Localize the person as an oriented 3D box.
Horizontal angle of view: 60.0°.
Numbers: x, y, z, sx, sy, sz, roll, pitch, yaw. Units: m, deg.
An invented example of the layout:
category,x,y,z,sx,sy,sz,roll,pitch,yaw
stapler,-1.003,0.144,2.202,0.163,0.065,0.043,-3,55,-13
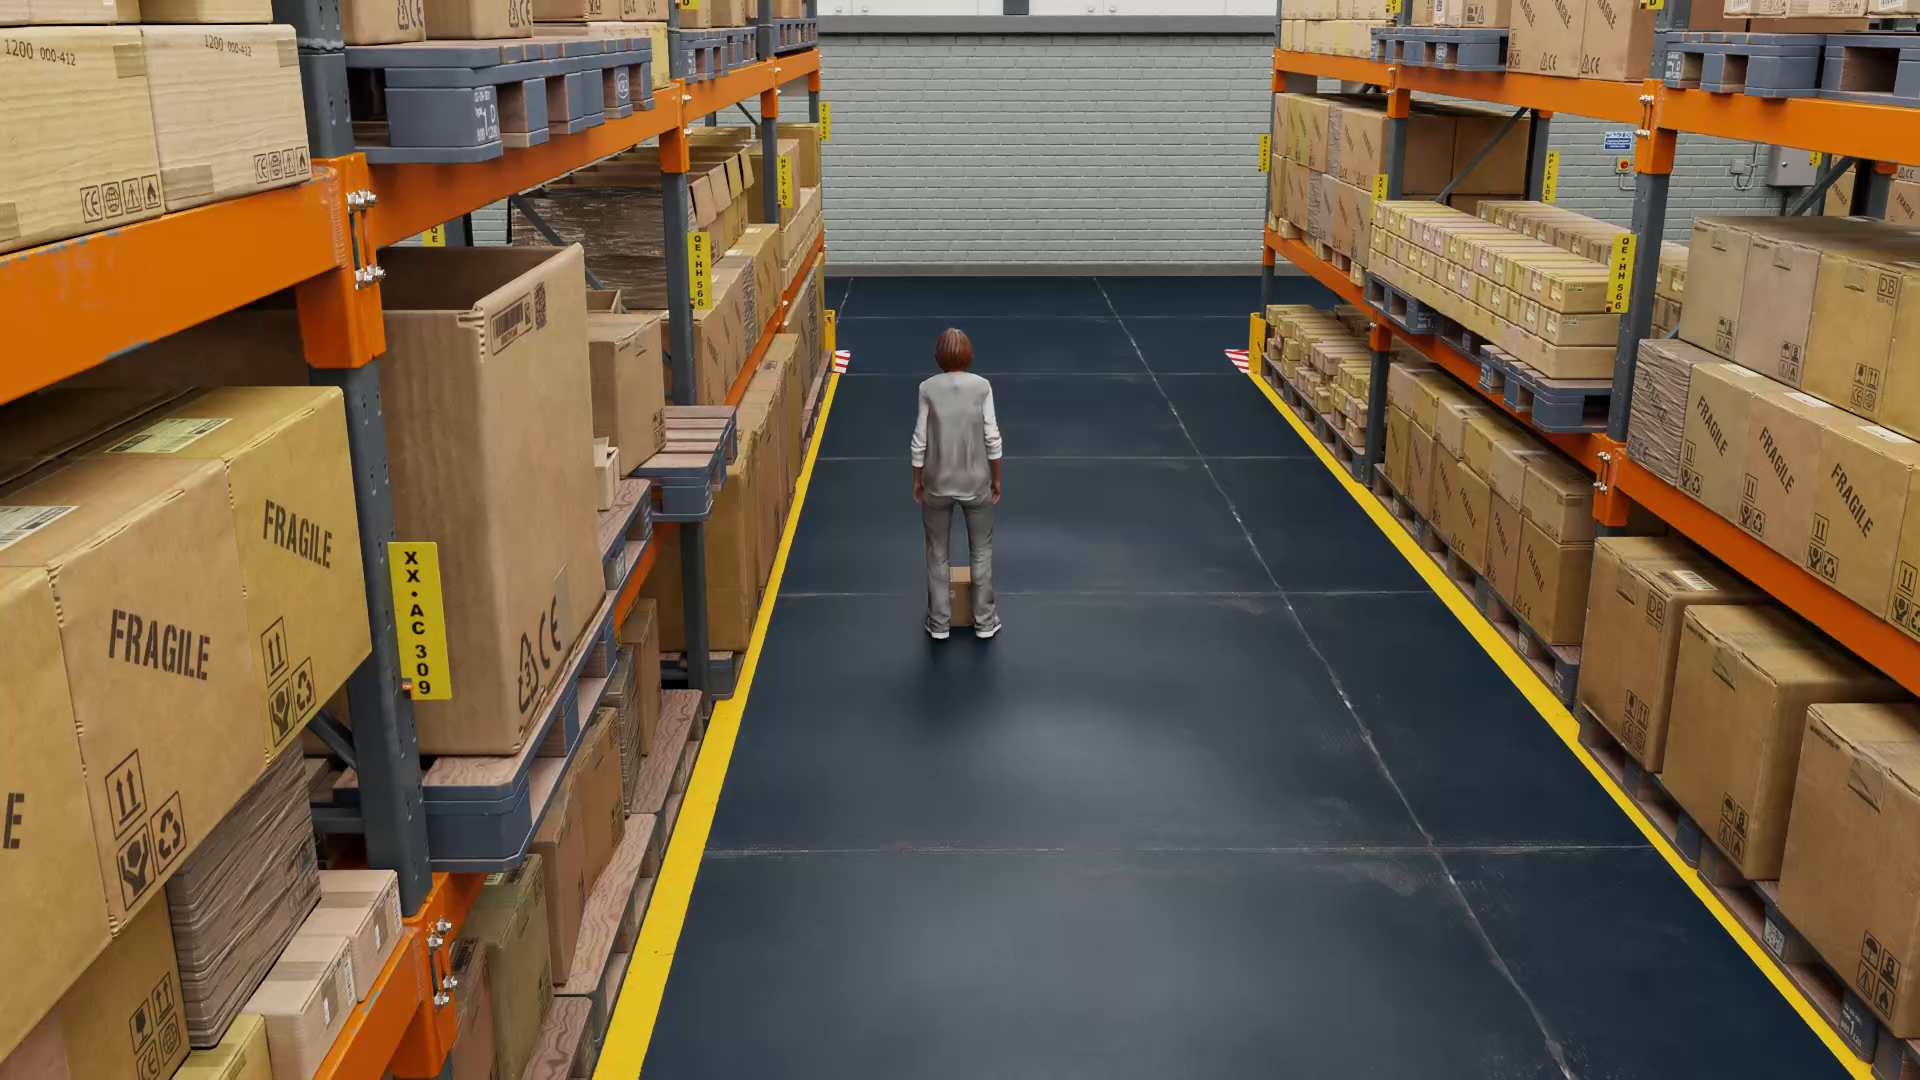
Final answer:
category,x,y,z,sx,sy,sz,roll,pitch,yaw
person,-0.014,-0.247,8.428,0.460,1.549,0.347,0,17,-1
